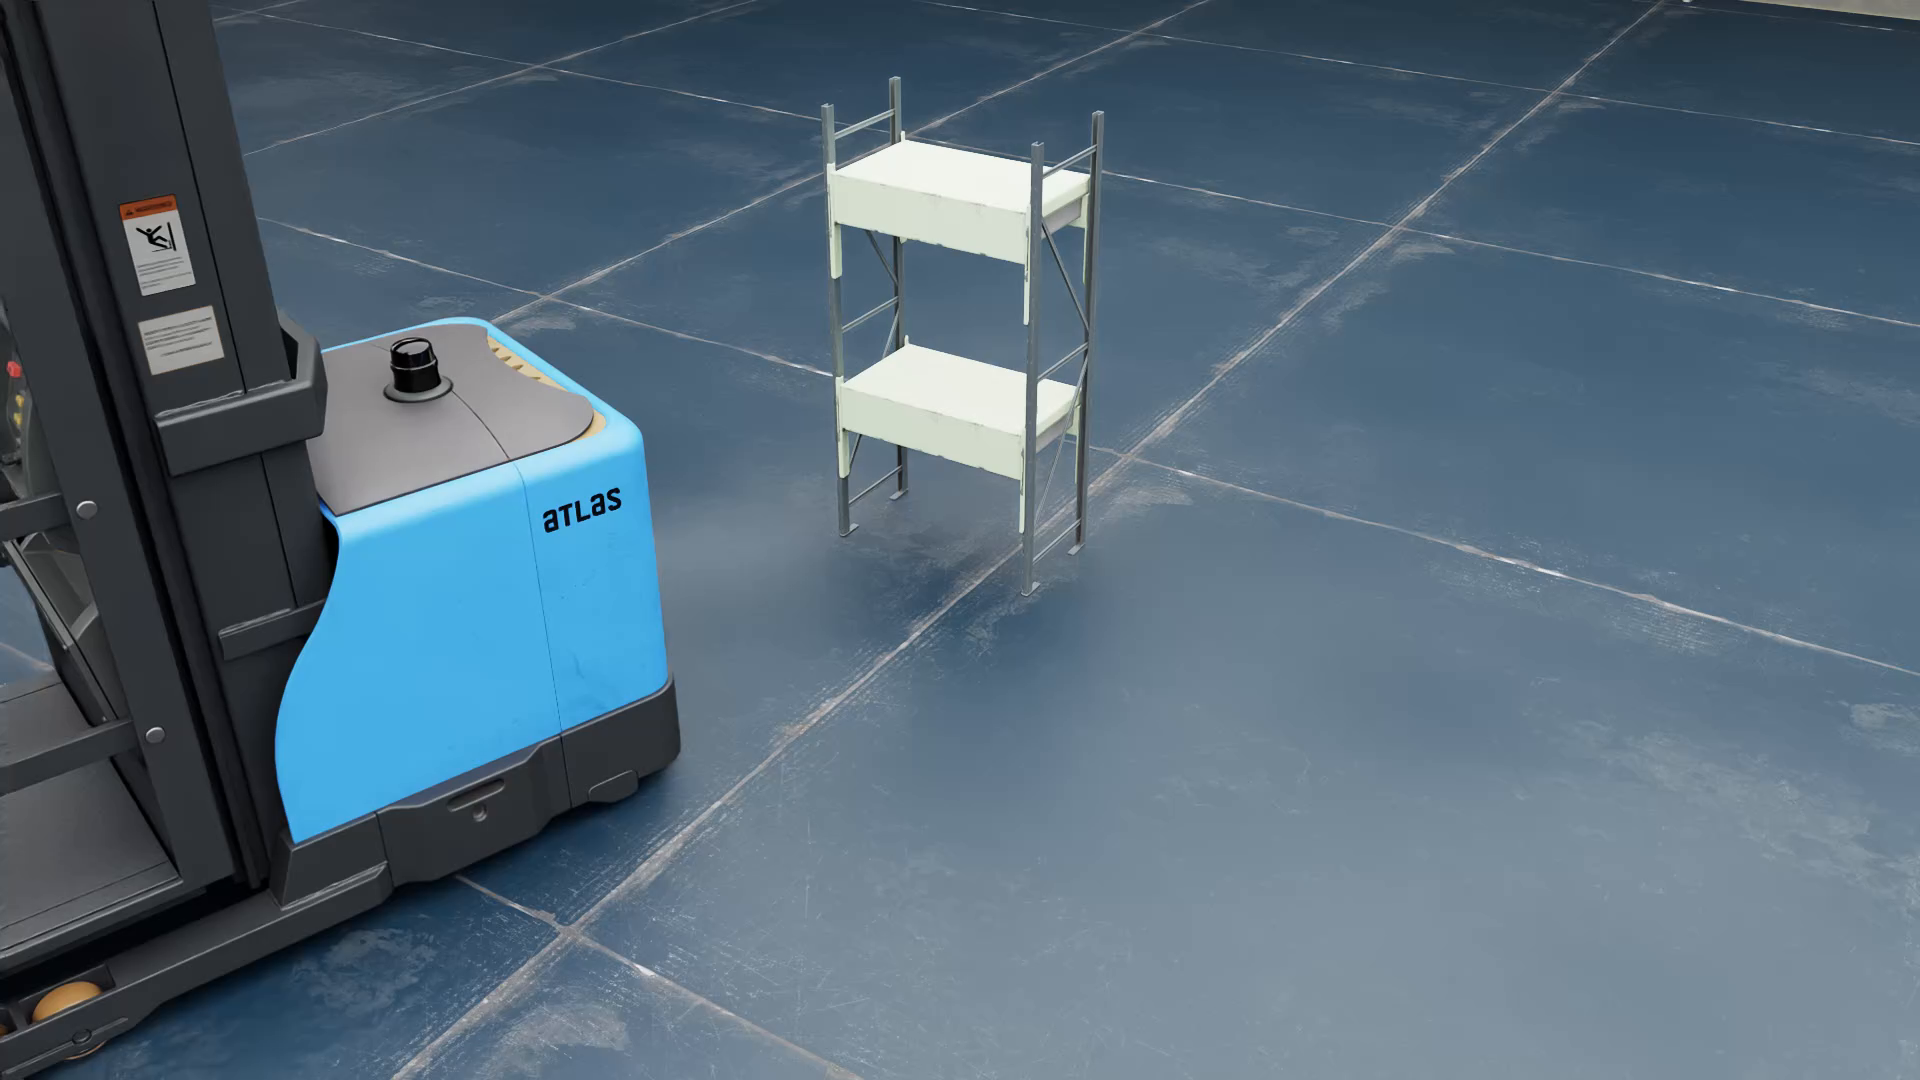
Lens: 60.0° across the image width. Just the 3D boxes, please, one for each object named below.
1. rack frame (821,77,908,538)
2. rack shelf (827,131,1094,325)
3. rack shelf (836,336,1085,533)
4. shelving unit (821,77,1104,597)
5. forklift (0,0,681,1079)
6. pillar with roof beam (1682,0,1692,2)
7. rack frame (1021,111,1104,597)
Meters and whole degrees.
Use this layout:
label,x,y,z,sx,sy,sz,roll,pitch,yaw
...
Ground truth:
label,x,y,z,sx,sy,sz,roll,pitch,yaw
rack frame,-0.304,-0.744,5.537,0.023,1.500,0.400,18,35,27
rack shelf,0.006,-0.983,5.172,0.720,0.370,0.431,18,35,27
rack shelf,0.006,-0.364,5.533,0.720,0.370,0.431,18,35,27
shelving unit,0.006,-0.646,5.369,0.755,1.500,0.431,18,35,27
forklift,-2.237,-0.338,3.422,3.031,2.935,1.130,-22,37,-33
pillar with roof beam,3.291,-6.341,7.690,0.400,9.000,9.100,18,35,27
rack frame,0.316,-0.548,5.201,0.023,1.500,0.400,18,35,27
